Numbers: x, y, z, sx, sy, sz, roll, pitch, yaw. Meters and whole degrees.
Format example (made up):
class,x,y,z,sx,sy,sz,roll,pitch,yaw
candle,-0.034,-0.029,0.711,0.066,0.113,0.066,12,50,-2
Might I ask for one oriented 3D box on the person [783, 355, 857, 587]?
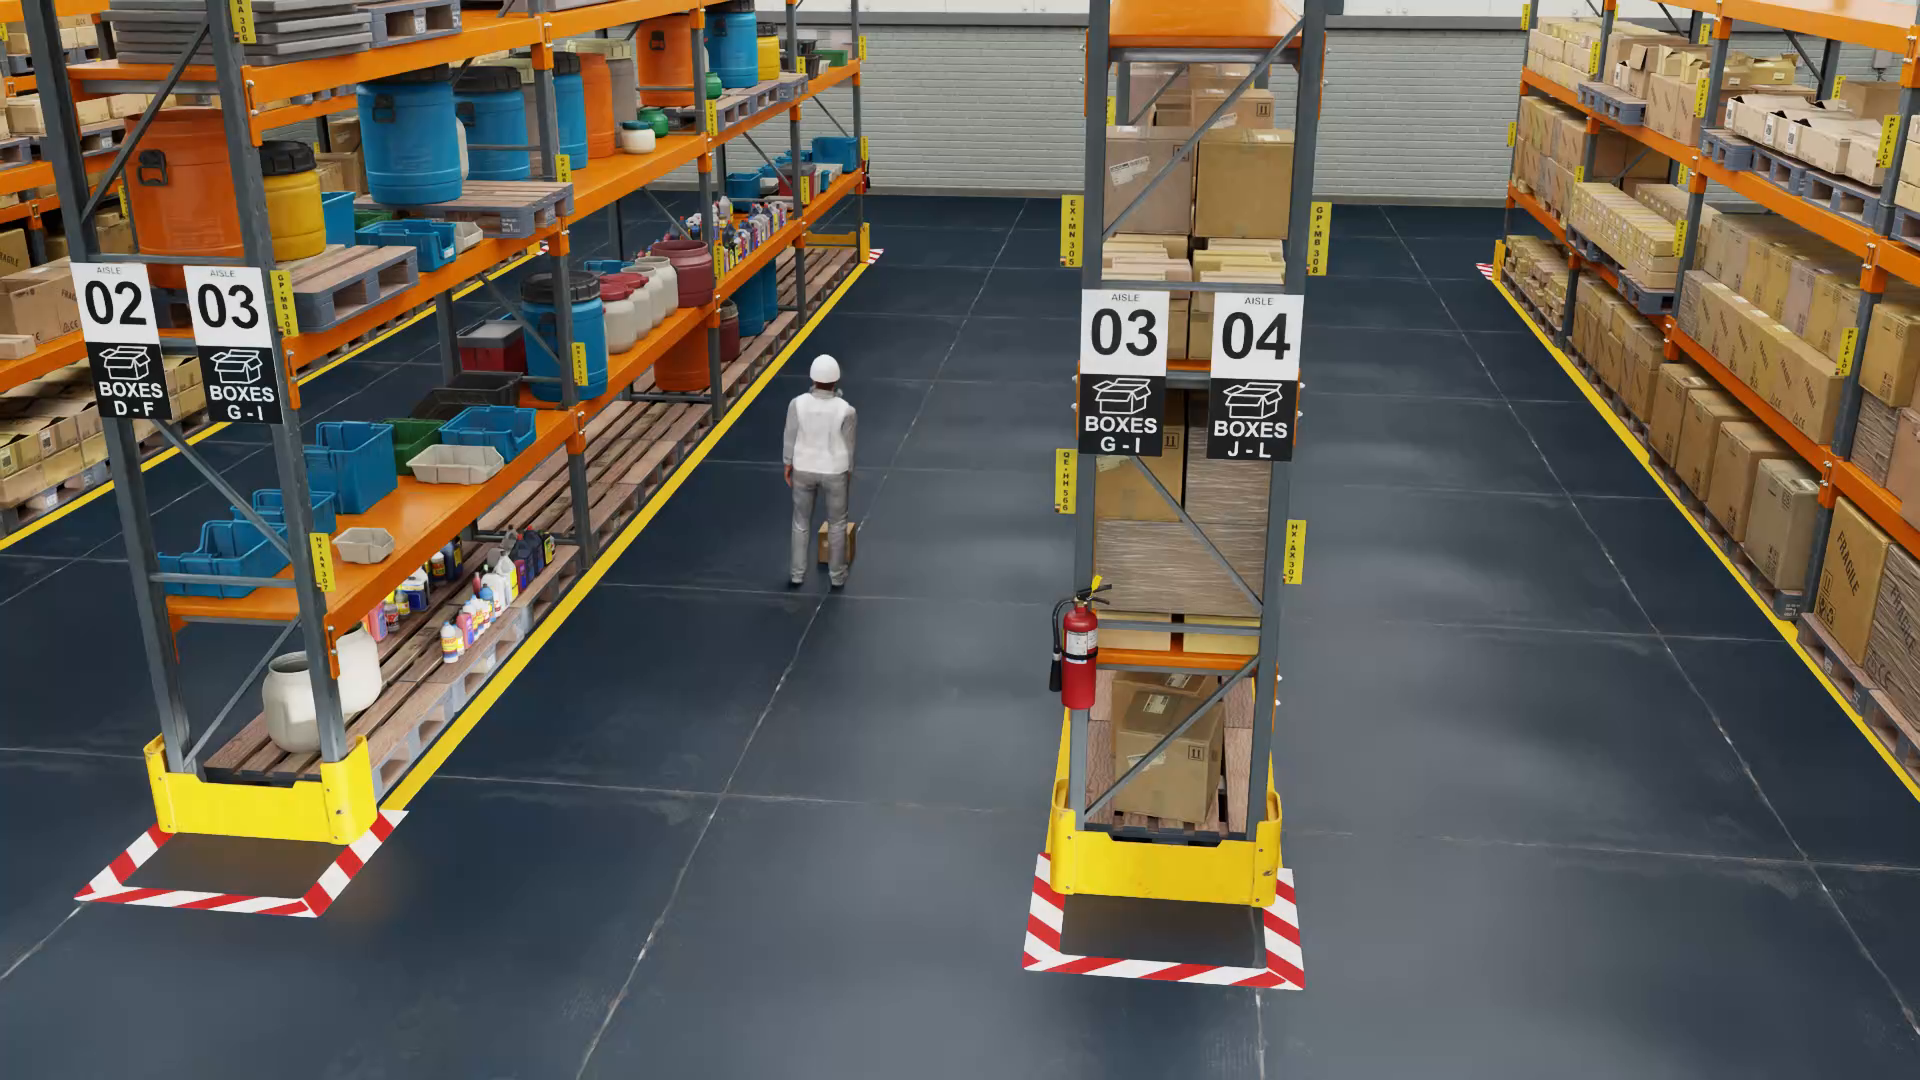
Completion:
class,x,y,z,sx,sy,sz,roll,pitch,yaw
person,-1.034,-0.520,12.399,0.572,1.781,0.356,3,21,8
